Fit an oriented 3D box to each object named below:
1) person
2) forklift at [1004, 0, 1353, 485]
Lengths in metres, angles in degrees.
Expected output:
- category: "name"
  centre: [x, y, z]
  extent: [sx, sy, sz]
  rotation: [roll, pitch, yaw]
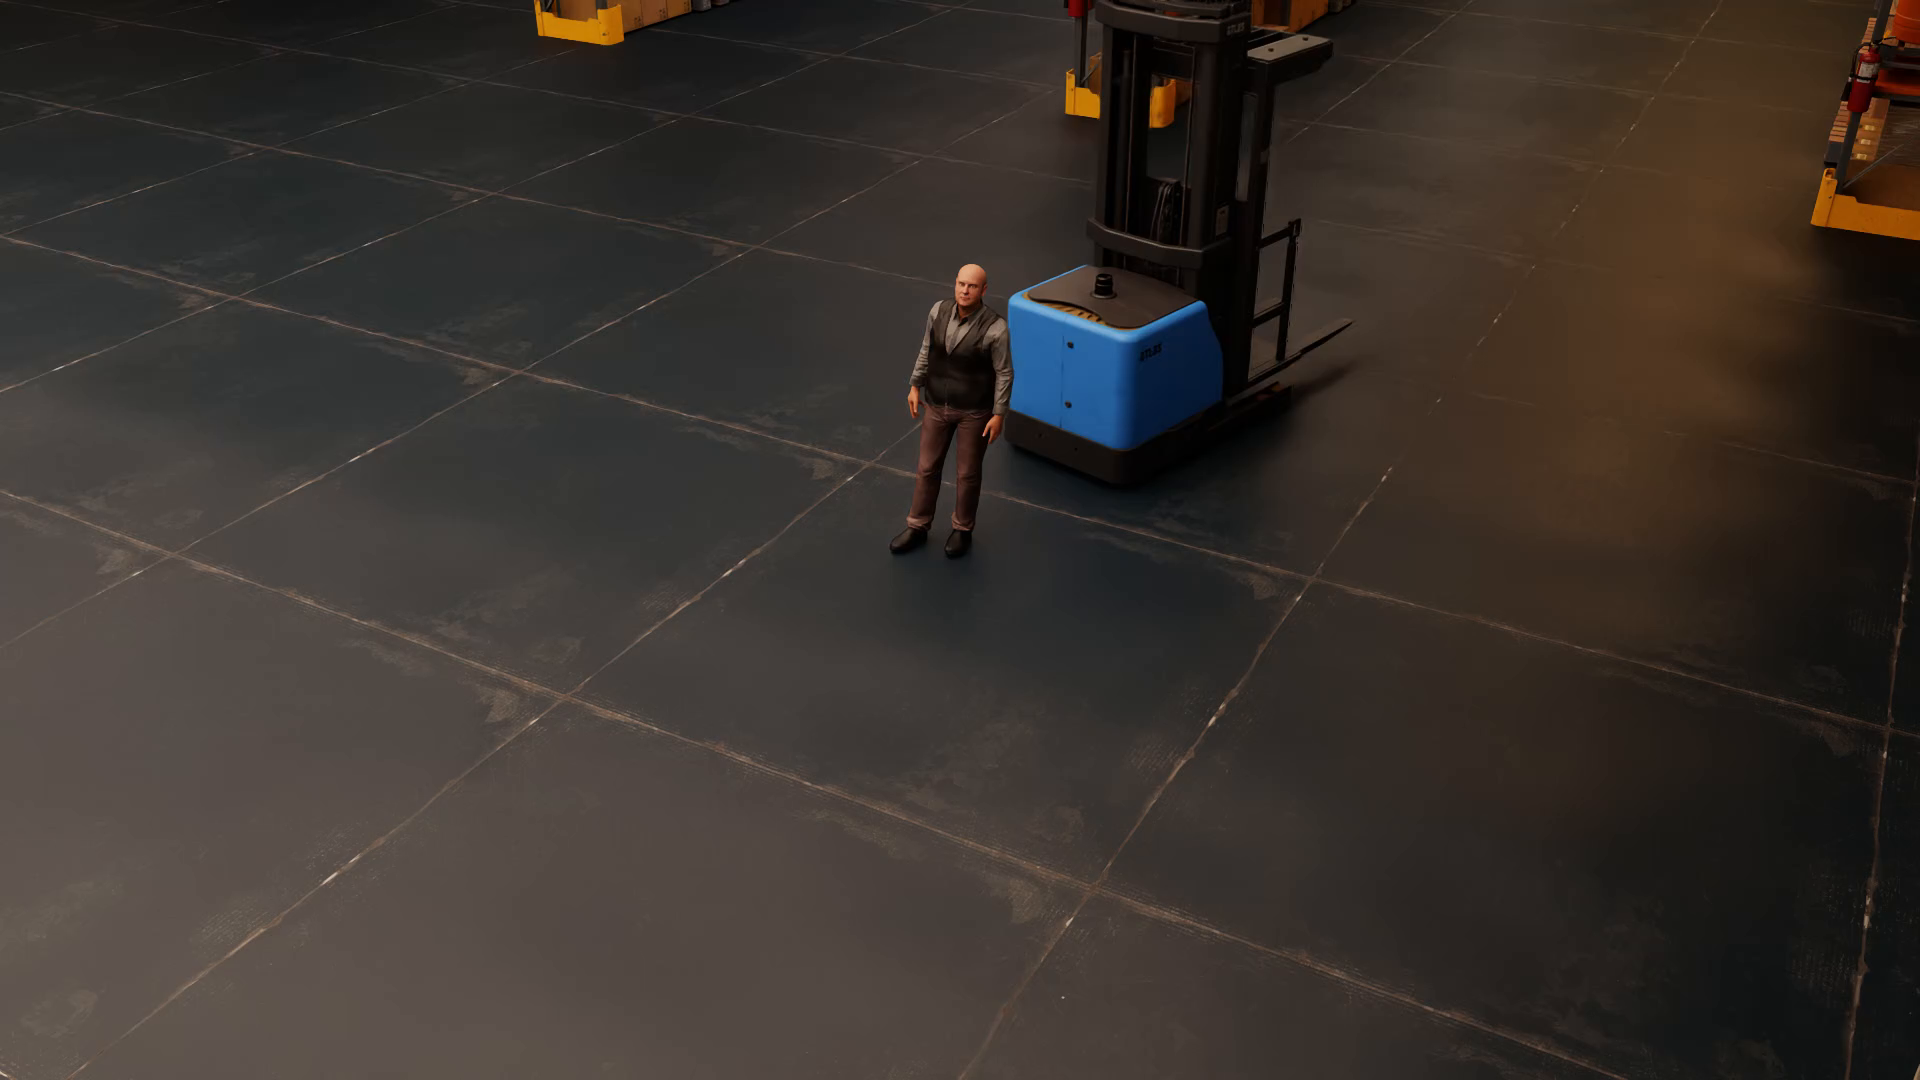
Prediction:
- category: "person"
  centre: [-0.037, -0.727, 9.525]
  extent: [0.632, 1.720, 0.568]
  rotation: [15, 33, 25]
- category: "forklift"
  centre: [1.658, -2.267, 10.999]
  extent: [1.130, 2.935, 3.031]
  rotation: [25, 38, 36]
